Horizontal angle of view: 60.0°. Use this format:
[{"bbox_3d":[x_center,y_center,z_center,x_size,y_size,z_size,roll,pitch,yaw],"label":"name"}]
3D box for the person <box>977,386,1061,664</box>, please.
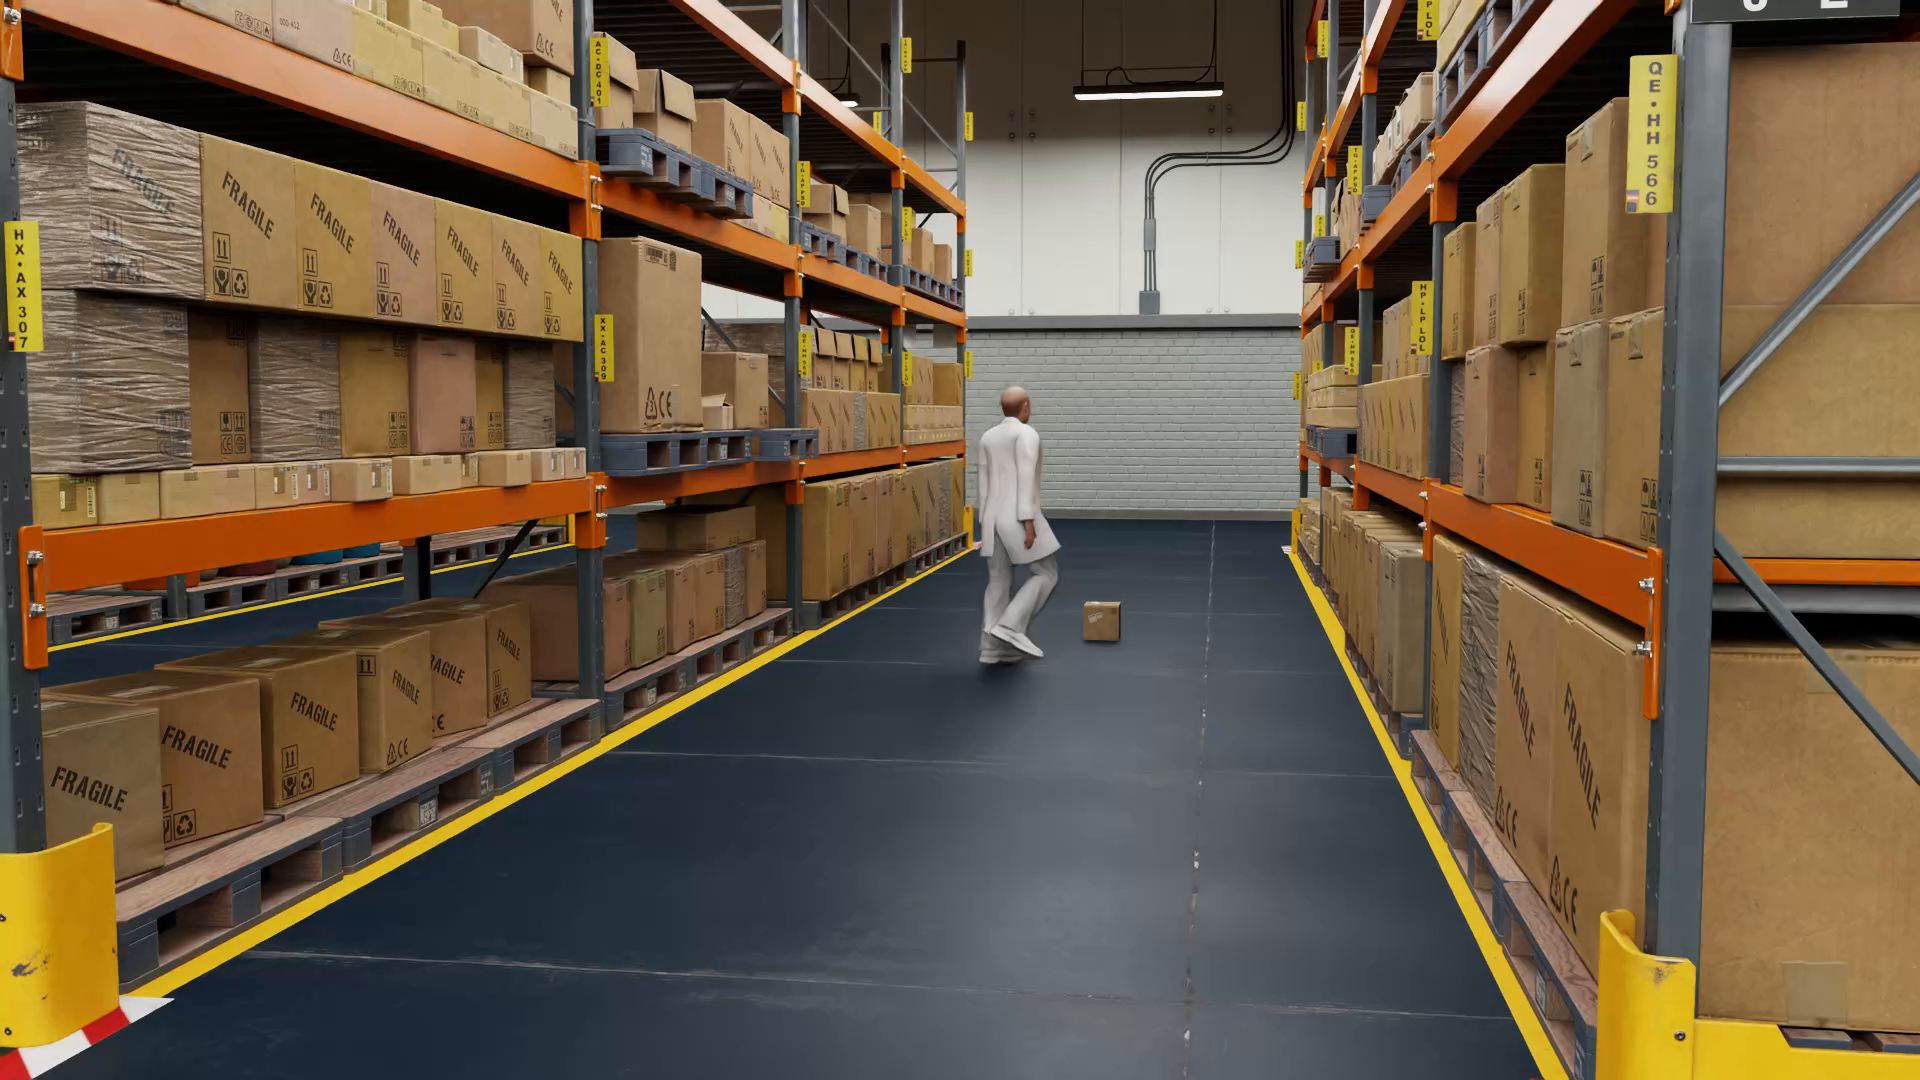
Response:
[{"bbox_3d":[0.329,-0.101,10.666,0.525,1.766,0.610,-4,6,-41],"label":"person"}]
